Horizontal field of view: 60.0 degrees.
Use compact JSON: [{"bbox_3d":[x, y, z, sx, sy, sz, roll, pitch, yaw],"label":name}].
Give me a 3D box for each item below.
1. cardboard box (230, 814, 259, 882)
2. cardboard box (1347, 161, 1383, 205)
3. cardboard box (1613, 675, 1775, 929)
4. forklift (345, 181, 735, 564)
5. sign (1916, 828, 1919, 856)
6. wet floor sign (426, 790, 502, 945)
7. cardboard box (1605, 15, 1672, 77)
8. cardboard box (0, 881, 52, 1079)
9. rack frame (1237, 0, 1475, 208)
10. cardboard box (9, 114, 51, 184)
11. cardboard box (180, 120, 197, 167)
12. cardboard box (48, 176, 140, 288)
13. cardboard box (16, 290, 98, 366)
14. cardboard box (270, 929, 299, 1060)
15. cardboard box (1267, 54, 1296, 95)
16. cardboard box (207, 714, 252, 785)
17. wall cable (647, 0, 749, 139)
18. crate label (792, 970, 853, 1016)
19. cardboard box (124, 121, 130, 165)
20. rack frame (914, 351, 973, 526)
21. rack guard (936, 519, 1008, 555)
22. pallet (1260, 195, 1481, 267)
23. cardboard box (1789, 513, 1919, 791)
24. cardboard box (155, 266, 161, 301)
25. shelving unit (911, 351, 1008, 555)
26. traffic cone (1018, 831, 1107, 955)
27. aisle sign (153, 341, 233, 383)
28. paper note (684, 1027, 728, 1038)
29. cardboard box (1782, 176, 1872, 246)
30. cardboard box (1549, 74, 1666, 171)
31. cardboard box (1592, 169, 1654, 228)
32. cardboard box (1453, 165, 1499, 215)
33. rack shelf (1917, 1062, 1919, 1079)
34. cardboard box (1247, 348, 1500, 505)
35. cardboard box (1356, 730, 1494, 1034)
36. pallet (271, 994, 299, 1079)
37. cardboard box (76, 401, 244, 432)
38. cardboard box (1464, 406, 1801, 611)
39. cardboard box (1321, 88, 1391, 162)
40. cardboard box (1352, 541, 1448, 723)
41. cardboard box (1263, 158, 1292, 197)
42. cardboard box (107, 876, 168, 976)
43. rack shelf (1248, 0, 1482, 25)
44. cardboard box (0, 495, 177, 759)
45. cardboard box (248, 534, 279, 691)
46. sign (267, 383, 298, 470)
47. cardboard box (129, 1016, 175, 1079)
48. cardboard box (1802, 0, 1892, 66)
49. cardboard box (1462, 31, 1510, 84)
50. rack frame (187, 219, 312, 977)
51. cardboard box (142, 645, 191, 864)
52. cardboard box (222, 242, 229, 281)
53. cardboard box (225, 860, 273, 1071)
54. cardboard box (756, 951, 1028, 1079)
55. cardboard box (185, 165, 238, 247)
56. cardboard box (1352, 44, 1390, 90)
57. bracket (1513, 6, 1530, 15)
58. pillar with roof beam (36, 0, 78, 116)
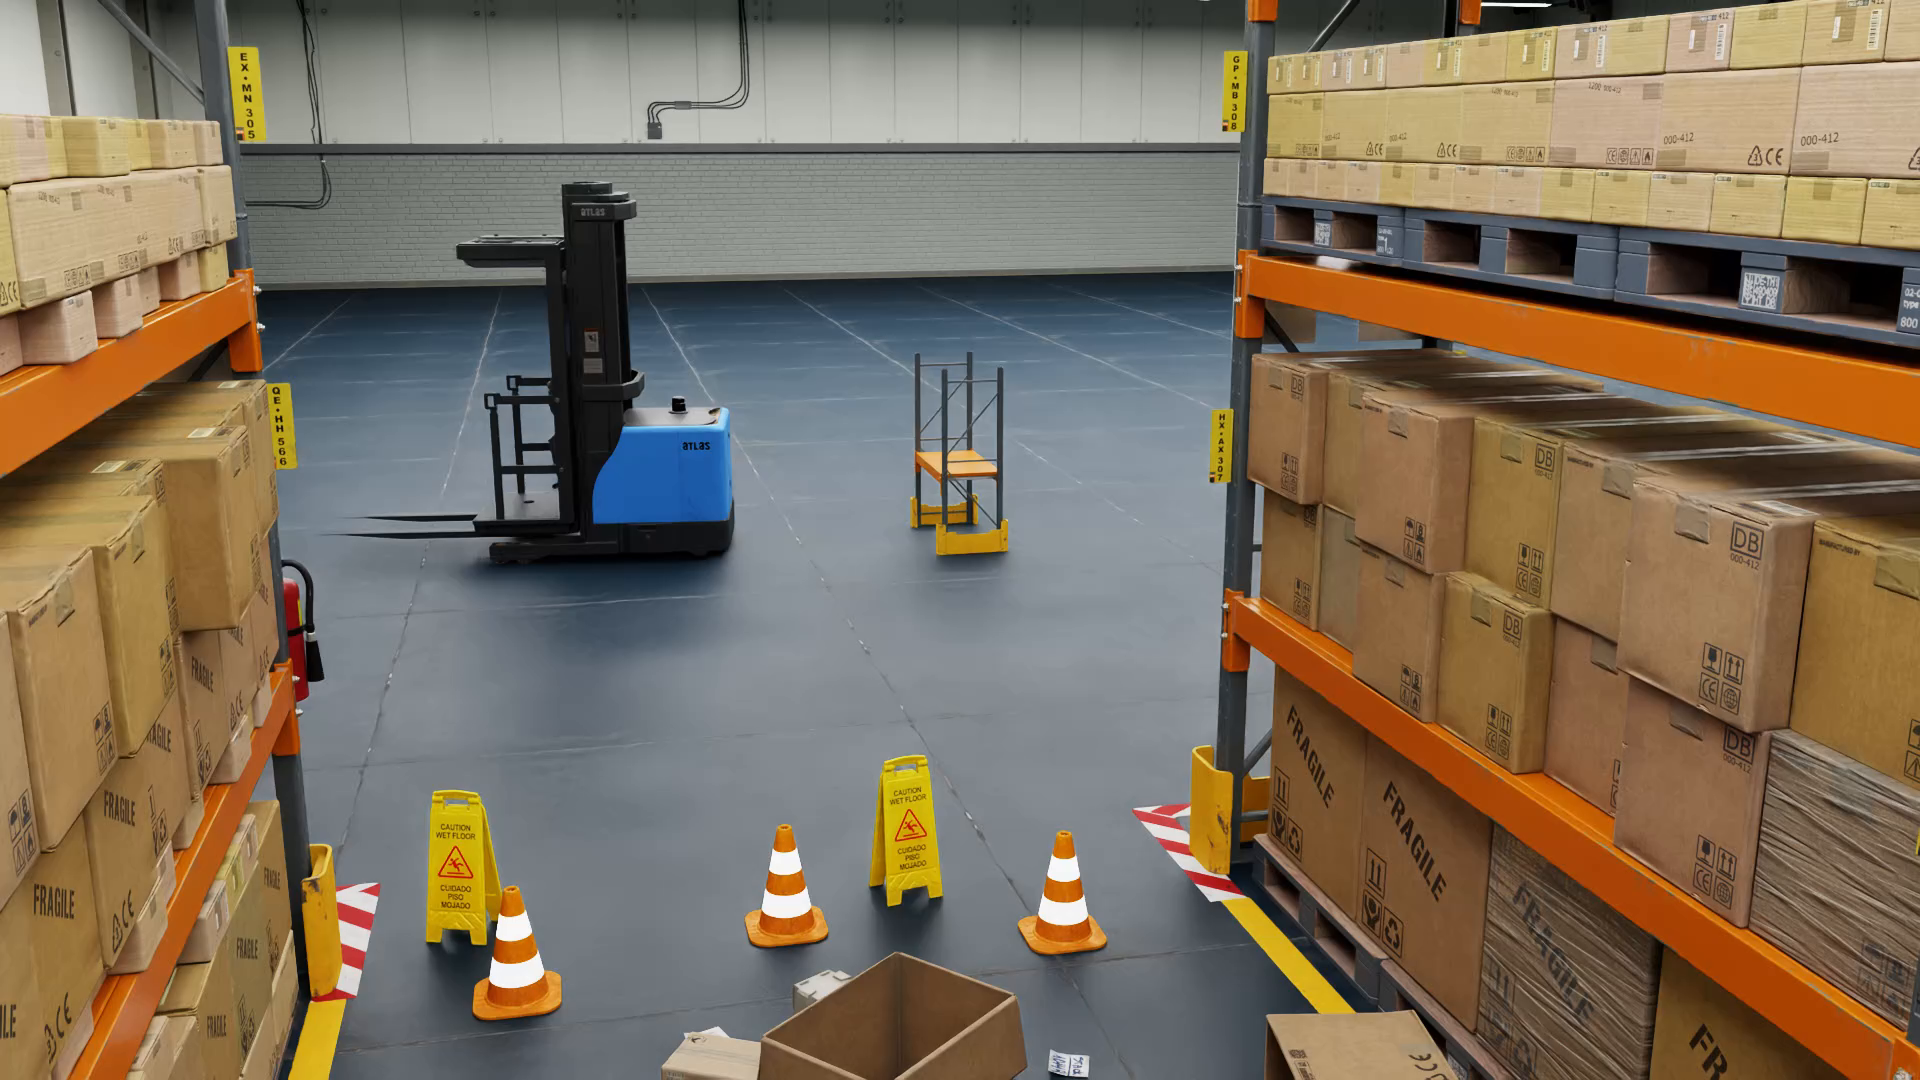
[{"bbox_3d":[-2.506,1.020,5.395,0.380,0.149,0.250,-3,14,-12],"label":"cardboard box"},{"bbox_3d":[1.637,-1.299,6.037,0.380,0.149,0.250,-3,14,-13],"label":"cardboard box"},{"bbox_3d":[2.379,0.657,4.603,0.875,0.550,0.550,-3,14,-13],"label":"cardboard box"},{"bbox_3d":[-3.396,-1.364,13.333,3.031,2.935,1.130,-1,14,-5],"label":"forklift"},{"bbox_3d":[2.089,0.512,3.521,0.100,0.325,0.005,-3,14,-13],"label":"sign"},{"bbox_3d":[-2.103,1.356,7.016,0.267,0.644,0.232,2,14,6],"label":"wet floor sign"},{"bbox_3d":[1.994,-1.336,4.508,0.380,0.149,0.250,-3,14,-13],"label":"cardboard box"},{"bbox_3d":[-1.992,0.929,2.968,0.500,0.500,0.500,-3,14,-13],"label":"cardboard box"},{"bbox_3d":[1.689,-2.897,6.826,1.000,3.000,0.127,-3,14,-13],"label":"rack frame"},{"bbox_3d":[-2.275,-0.872,3.705,0.380,0.149,0.250,-3,14,-14],"label":"cardboard box"},{"bbox_3d":[-2.709,-1.283,5.388,0.380,0.149,0.250,-3,14,-12],"label":"cardboard box"},{"bbox_3d":[-2.353,-0.758,4.078,0.500,0.250,0.500,-3,14,-13],"label":"cardboard box"},{"bbox_3d":[-2.212,-0.484,3.798,0.380,0.149,0.250,-4,14,-14],"label":"cardboard box"},{"bbox_3d":[-2.642,1.625,5.865,0.500,0.250,0.500,-3,14,-13],"label":"cardboard box"},{"bbox_3d":[1.458,-1.864,6.668,0.380,0.149,0.250,-3,14,-13],"label":"cardboard box"},{"bbox_3d":[-2.507,0.683,5.342,0.380,0.149,0.250,-3,14,-12],"label":"cardboard box"},{"bbox_3d":[-5.856,-11.962,36.761,2.305,6.003,0.169,-3,14,-13],"label":"wall cable"},{"bbox_3d":[-0.500,1.772,6.387,0.250,0.136,0.298,-13,19,-42],"label":"crate label"},{"bbox_3d":[-2.572,-1.107,4.667,0.380,0.149,0.250,-3,14,-13],"label":"cardboard box"},{"bbox_3d":[-0.139,-0.866,14.310,0.500,1.500,0.032,-3,14,-13],"label":"rack frame"},{"bbox_3d":[0.099,-0.024,13.499,0.587,0.250,0.087,-3,14,-13],"label":"rack guard"},{"bbox_3d":[1.873,-1.227,6.494,1.003,0.211,1.213,-3,14,-13],"label":"pallet"},{"bbox_3d":[2.575,0.255,3.971,0.875,0.550,0.550,-3,14,-13],"label":"cardboard box"},{"bbox_3d":[-2.629,-0.771,4.973,0.380,0.149,0.250,-3,14,-13],"label":"cardboard box"},{"bbox_3d":[-0.018,-0.746,13.821,0.587,1.500,1.083,-3,14,-13],"label":"shelving unit"},{"bbox_3d":[0.433,1.451,7.014,0.336,0.463,0.334,-3,14,-13],"label":"traffic cone"},{"bbox_3d":[-2.832,-0.977,6.129,0.394,0.787,0.004,-3,14,-13],"label":"aisle sign"},{"bbox_3d":[-0.942,1.865,6.227,0.148,0.019,0.142,-9,16,-33],"label":"paper note"},{"bbox_3d":[2.173,-0.772,3.882,0.380,0.149,0.250,-3,14,-12],"label":"cardboard box"},{"bbox_3d":[2.029,-1.173,4.682,0.500,0.250,0.500,-3,14,-14],"label":"cardboard box"},{"bbox_3d":[1.993,-0.949,4.603,0.380,0.149,0.250,-3,14,-12],"label":"cardboard box"},{"bbox_3d":[1.815,-1.124,5.321,0.380,0.149,0.250,-3,14,-13],"label":"cardboard box"},{"bbox_3d":[3.098,1.750,1.958,1.077,0.370,4.000,-3,14,-13],"label":"rack shelf"},{"bbox_3d":[1.738,-0.493,7.033,0.875,0.550,0.550,-3,14,-13],"label":"cardboard box"},{"bbox_3d":[2.121,1.201,6.285,0.875,0.875,0.875,-4,14,-14],"label":"cardboard box"},{"bbox_3d":[-2.925,1.878,5.797,1.003,0.211,1.213,-3,14,-13],"label":"pallet"},{"bbox_3d":[-2.655,-0.140,5.235,0.700,0.500,0.500,-3,14,-13],"label":"cardboard box"},{"bbox_3d":[2.208,-0.119,5.504,0.875,0.550,0.500,-3,14,-13],"label":"cardboard box"},{"bbox_3d":[1.673,-1.522,6.109,0.500,0.250,0.500,-3,14,-14],"label":"cardboard box"},{"bbox_3d":[1.980,0.289,6.108,0.875,0.550,0.550,-3,14,-13],"label":"cardboard box"},{"bbox_3d":[1.458,-1.474,6.753,0.380,0.149,0.250,-3,14,-13],"label":"cardboard box"},{"bbox_3d":[-2.213,0.975,4.147,0.380,0.149,0.250,-3,14,-13],"label":"cardboard box"},{"bbox_3d":[2.159,-1.892,5.070,1.077,0.370,4.000,-3,14,-13],"label":"rack shelf"},{"bbox_3d":[-2.242,0.210,3.803,0.700,0.500,0.500,-4,14,-14],"label":"cardboard box"},{"bbox_3d":[-2.704,0.233,5.816,0.500,0.500,0.500,-4,14,-14],"label":"cardboard box"},{"bbox_3d":[-2.555,-0.426,6.246,0.100,0.325,0.005,-3,14,-13],"label":"sign"},{"bbox_3d":[-2.195,1.327,4.136,0.380,0.149,0.250,-2,14,-10],"label":"cardboard box"},{"bbox_3d":[2.173,-1.160,3.790,0.380,0.149,0.250,-3,14,-13],"label":"cardboard box"},{"bbox_3d":[1.816,-1.511,5.226,0.380,0.149,0.250,-3,14,-12],"label":"cardboard box"},{"bbox_3d":[-3.099,0.316,6.313,1.000,3.000,0.127,-3,14,-13],"label":"rack frame"},{"bbox_3d":[-2.376,0.582,4.386,0.500,0.500,0.500,-3,14,-13],"label":"cardboard box"},{"bbox_3d":[-2.743,-0.952,5.714,0.380,0.149,0.250,-3,14,-13],"label":"cardboard box"},{"bbox_3d":[-2.531,1.374,5.312,0.500,0.500,0.500,-3,14,-11],"label":"cardboard box"},{"bbox_3d":[-0.226,1.793,5.529,0.637,0.503,0.797,10,17,35],"label":"cardboard box"},{"bbox_3d":[-2.717,-1.110,5.518,0.500,0.250,0.500,-3,14,-14],"label":"cardboard box"},{"bbox_3d":[1.635,-1.688,5.950,0.380,0.149,0.250,-3,14,-13],"label":"cardboard box"},{"bbox_3d":[13.939,-13.158,41.238,0.235,0.232,0.430,-3,14,-13],"label":"bracket"},{"bbox_3d":[-10.087,-7.886,27.247,9.100,9.000,0.400,-3,14,-13],"label":"pillar with roof beam"}]
